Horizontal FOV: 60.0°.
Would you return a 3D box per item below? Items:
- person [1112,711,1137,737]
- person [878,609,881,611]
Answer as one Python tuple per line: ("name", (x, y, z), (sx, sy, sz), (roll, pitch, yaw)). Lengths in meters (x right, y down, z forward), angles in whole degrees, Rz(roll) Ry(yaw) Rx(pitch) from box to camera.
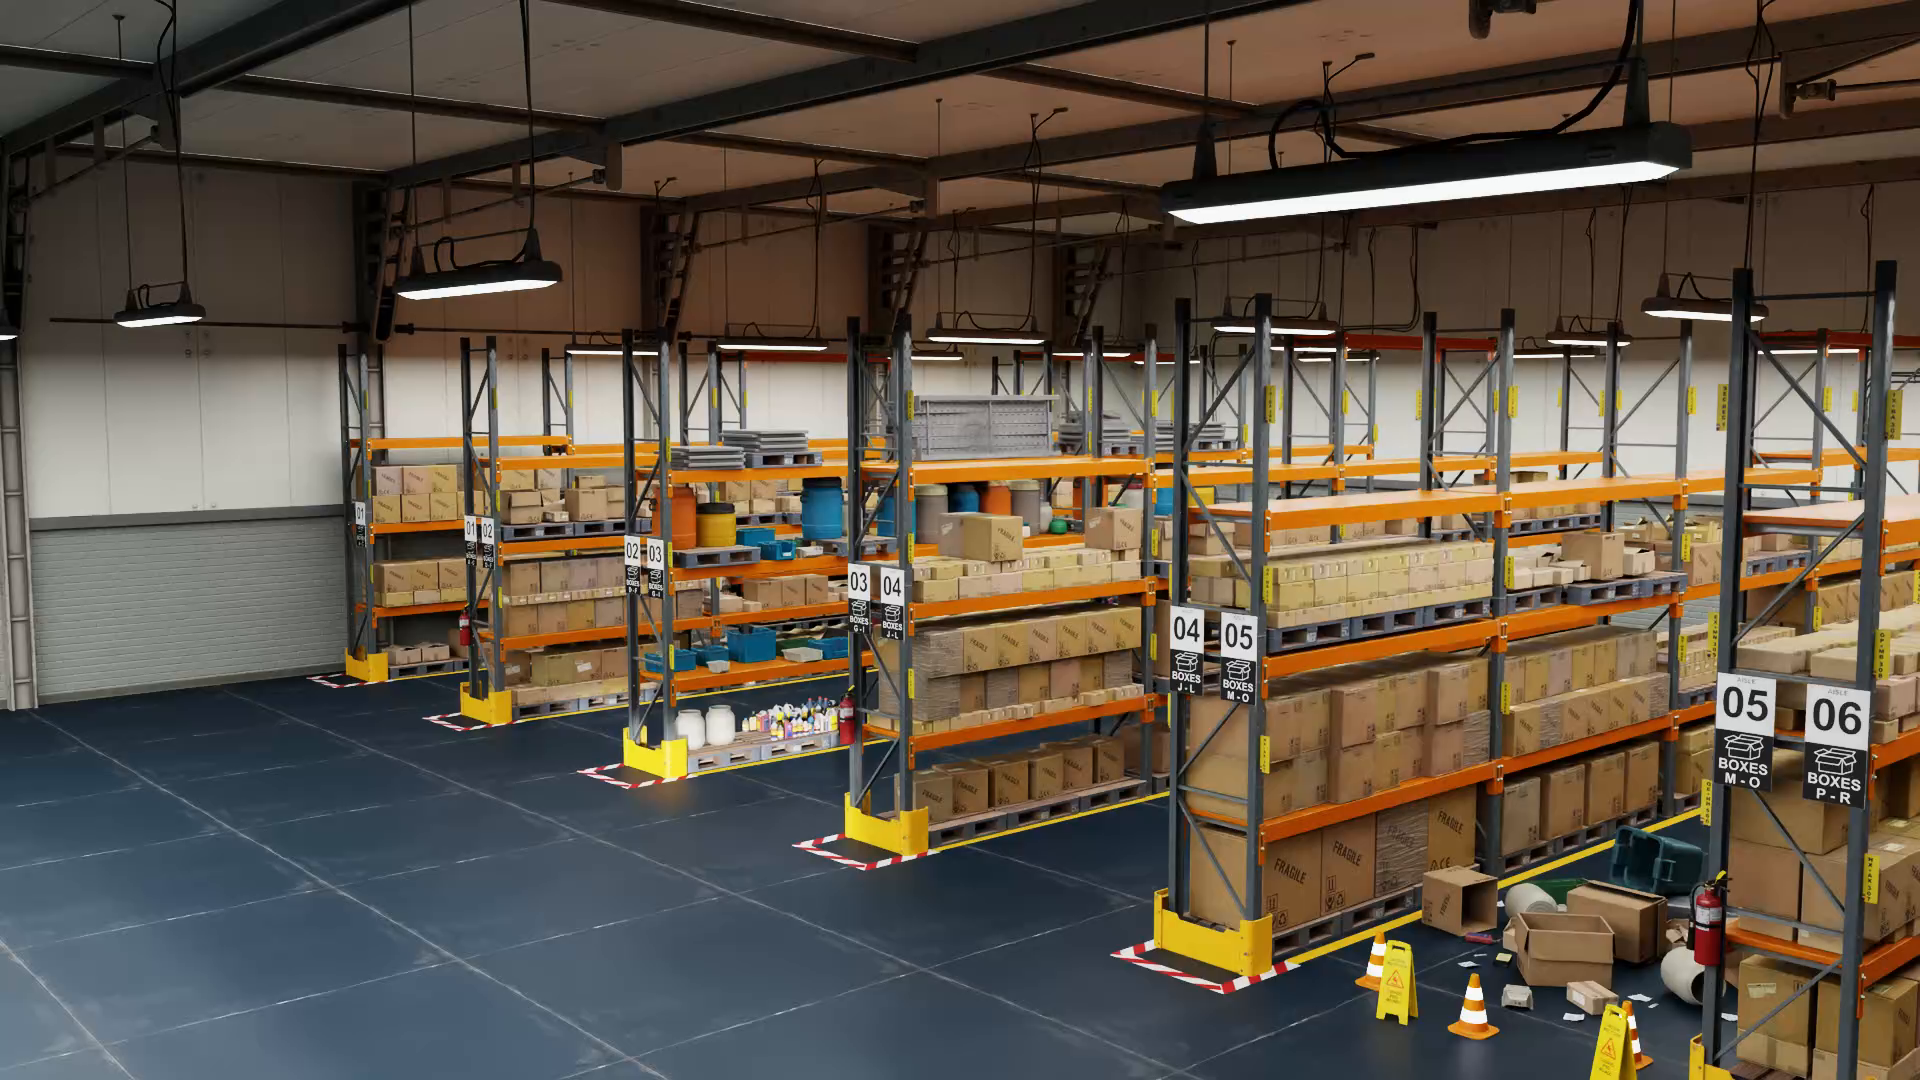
("person", (2.288, 1.910, 24.029), (0.823, 1.862, 0.647), (-4, 6, -35))
("person", (-1.431, 1.297, 34.214), (0.722, 1.674, 0.583), (-5, 7, -44))
